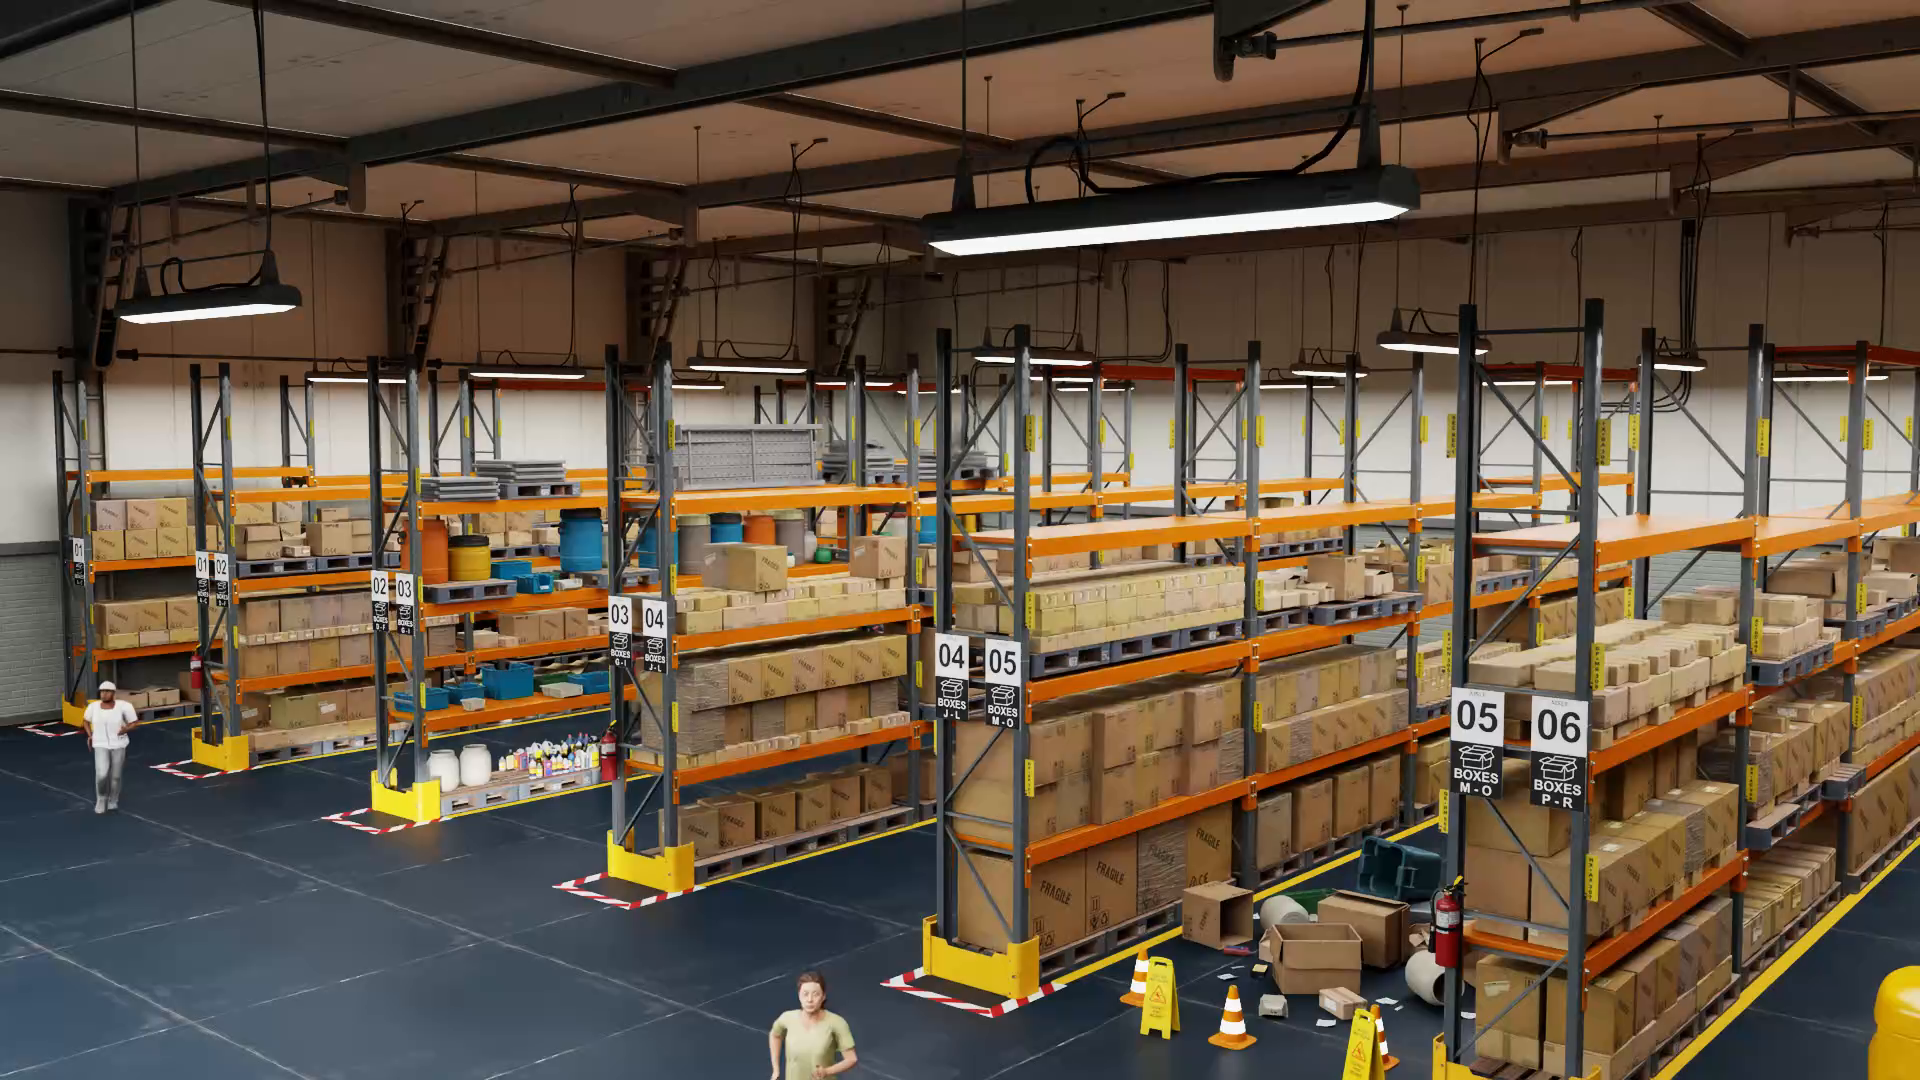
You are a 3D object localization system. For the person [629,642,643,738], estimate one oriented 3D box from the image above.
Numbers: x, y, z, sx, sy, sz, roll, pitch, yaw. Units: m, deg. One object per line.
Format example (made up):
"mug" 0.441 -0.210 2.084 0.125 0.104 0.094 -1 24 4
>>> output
"person" -5.287 2.376 27.018 0.658 1.682 0.591 3 5 32

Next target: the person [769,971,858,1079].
"person" -0.932 3.543 10.470 0.577 1.663 0.916 0 4 0

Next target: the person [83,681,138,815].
"person" -11.126 2.725 21.776 0.668 1.767 0.678 -2 4 -22
